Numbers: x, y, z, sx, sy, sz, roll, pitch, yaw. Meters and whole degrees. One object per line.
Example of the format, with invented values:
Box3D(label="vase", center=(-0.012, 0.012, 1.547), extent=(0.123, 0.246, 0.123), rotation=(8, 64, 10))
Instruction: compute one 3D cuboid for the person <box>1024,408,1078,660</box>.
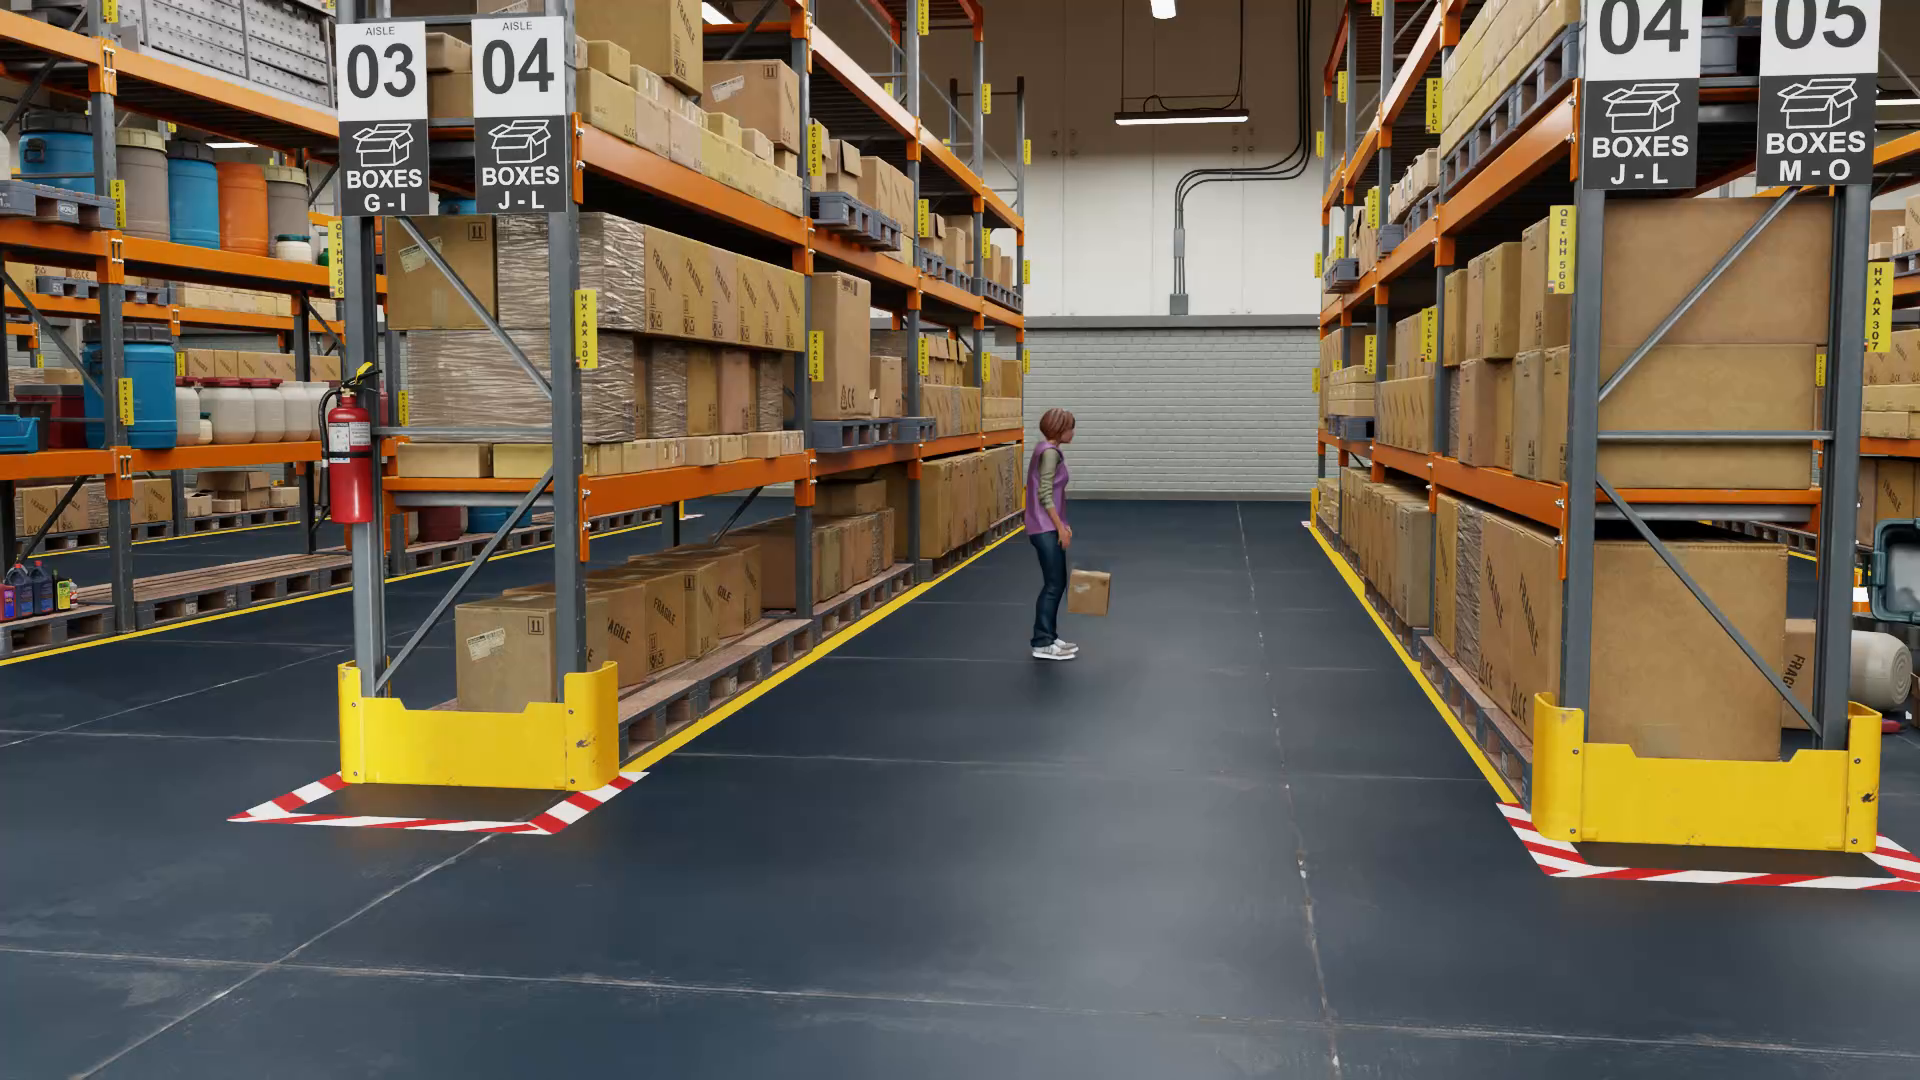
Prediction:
Box3D(label="person", center=(0.586, -0.048, 10.688), extent=(0.343, 1.597, 0.453), rotation=(1, 5, 7))
